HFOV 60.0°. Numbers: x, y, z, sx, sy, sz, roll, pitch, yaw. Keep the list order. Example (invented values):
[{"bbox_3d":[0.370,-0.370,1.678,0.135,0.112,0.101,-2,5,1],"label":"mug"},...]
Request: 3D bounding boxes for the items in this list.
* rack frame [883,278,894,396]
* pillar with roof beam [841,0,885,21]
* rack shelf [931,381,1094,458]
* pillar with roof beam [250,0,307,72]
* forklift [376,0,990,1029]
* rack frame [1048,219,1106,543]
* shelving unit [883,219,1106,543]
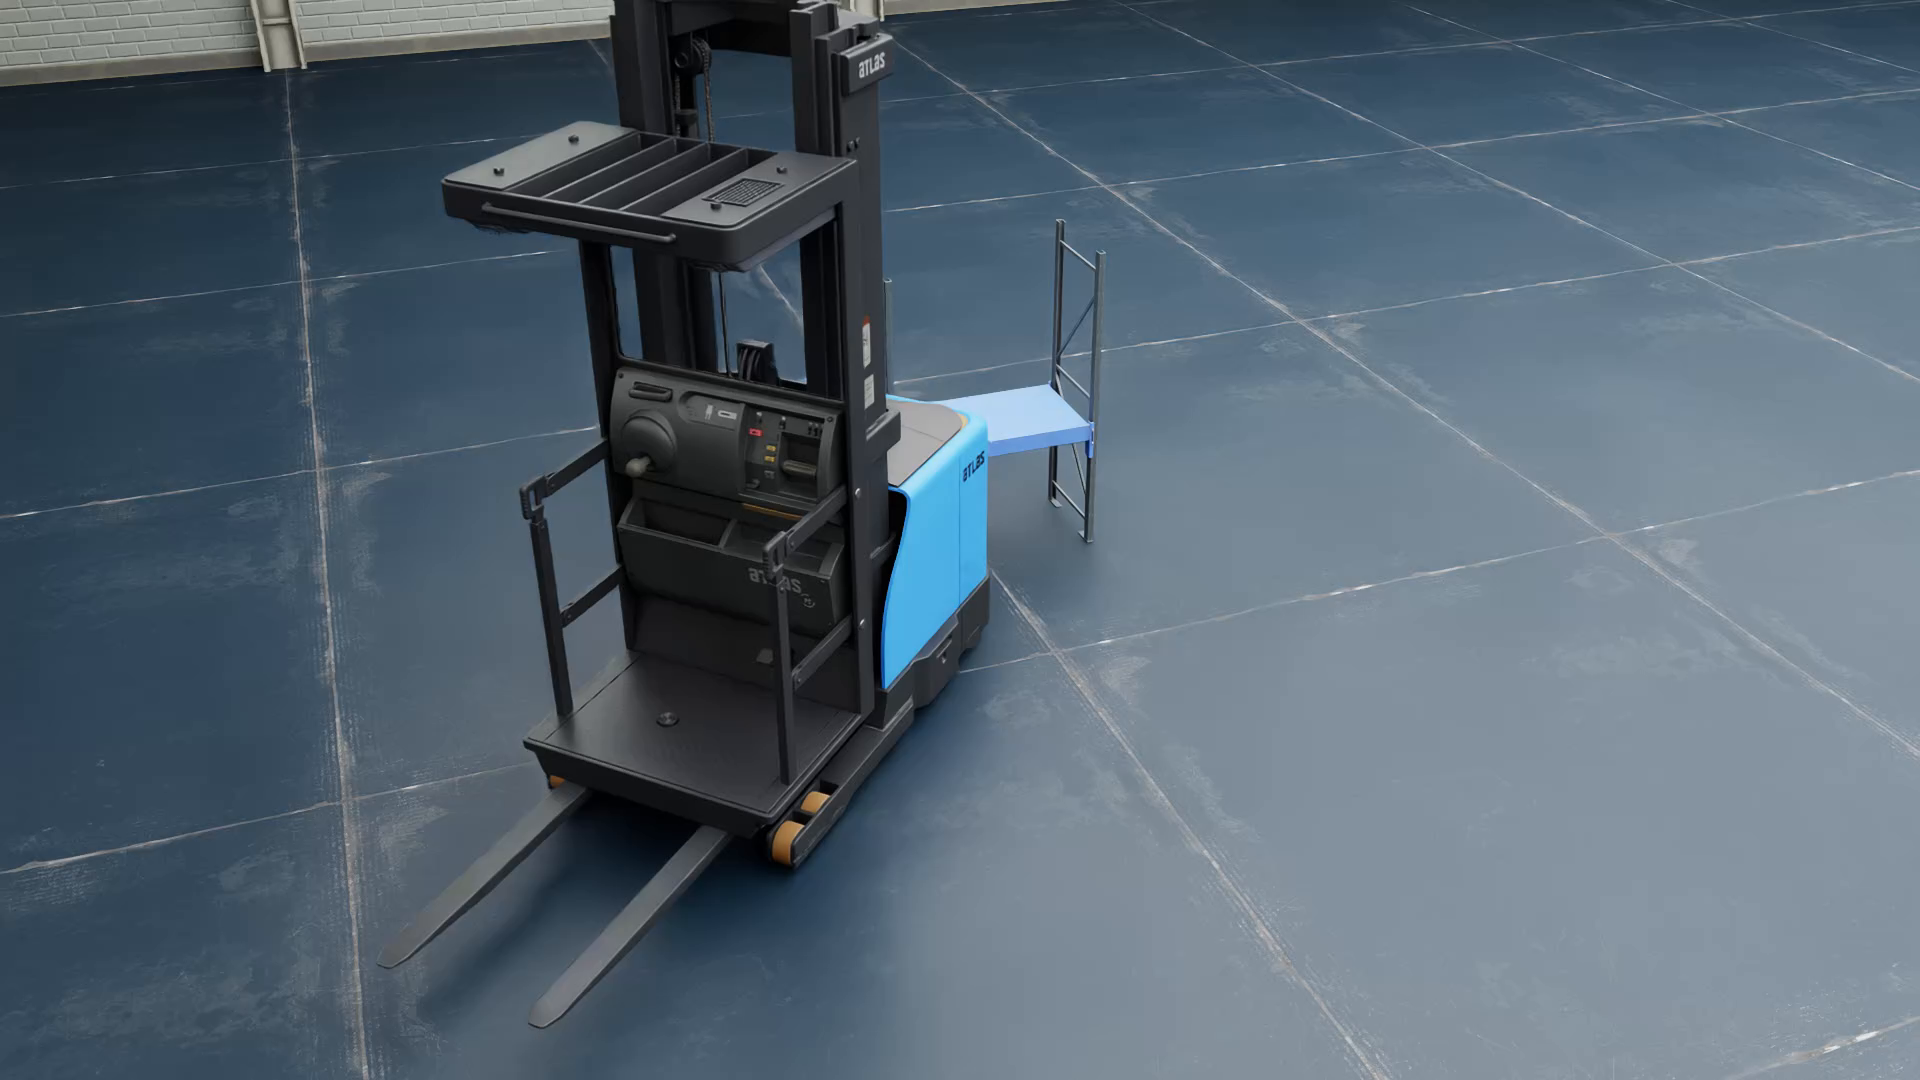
[{"bbox_3d":[-0.396,-0.579,7.751,0.032,1.500,0.500,-10,31,-18],"label":"rack frame"},{"bbox_3d":[0.435,-7.645,12.578,0.400,9.000,9.100,-10,31,-18],"label":"pillar with roof beam"},{"bbox_3d":[0.080,-0.510,7.994,1.000,0.185,0.538,-10,31,-18],"label":"rack shelf"},{"bbox_3d":[-5.189,-6.609,10.761,0.400,9.000,9.100,-10,31,-18],"label":"pillar with roof beam"},{"bbox_3d":[-0.951,-0.316,5.844,1.130,2.935,3.031,13,32,22],"label":"forklift"},{"bbox_3d":[0.556,-0.754,8.059,0.032,1.500,0.500,-10,31,-18],"label":"rack frame"},{"bbox_3d":[0.080,-0.666,7.905,1.048,1.500,0.538,-10,31,-18],"label":"shelving unit"}]
